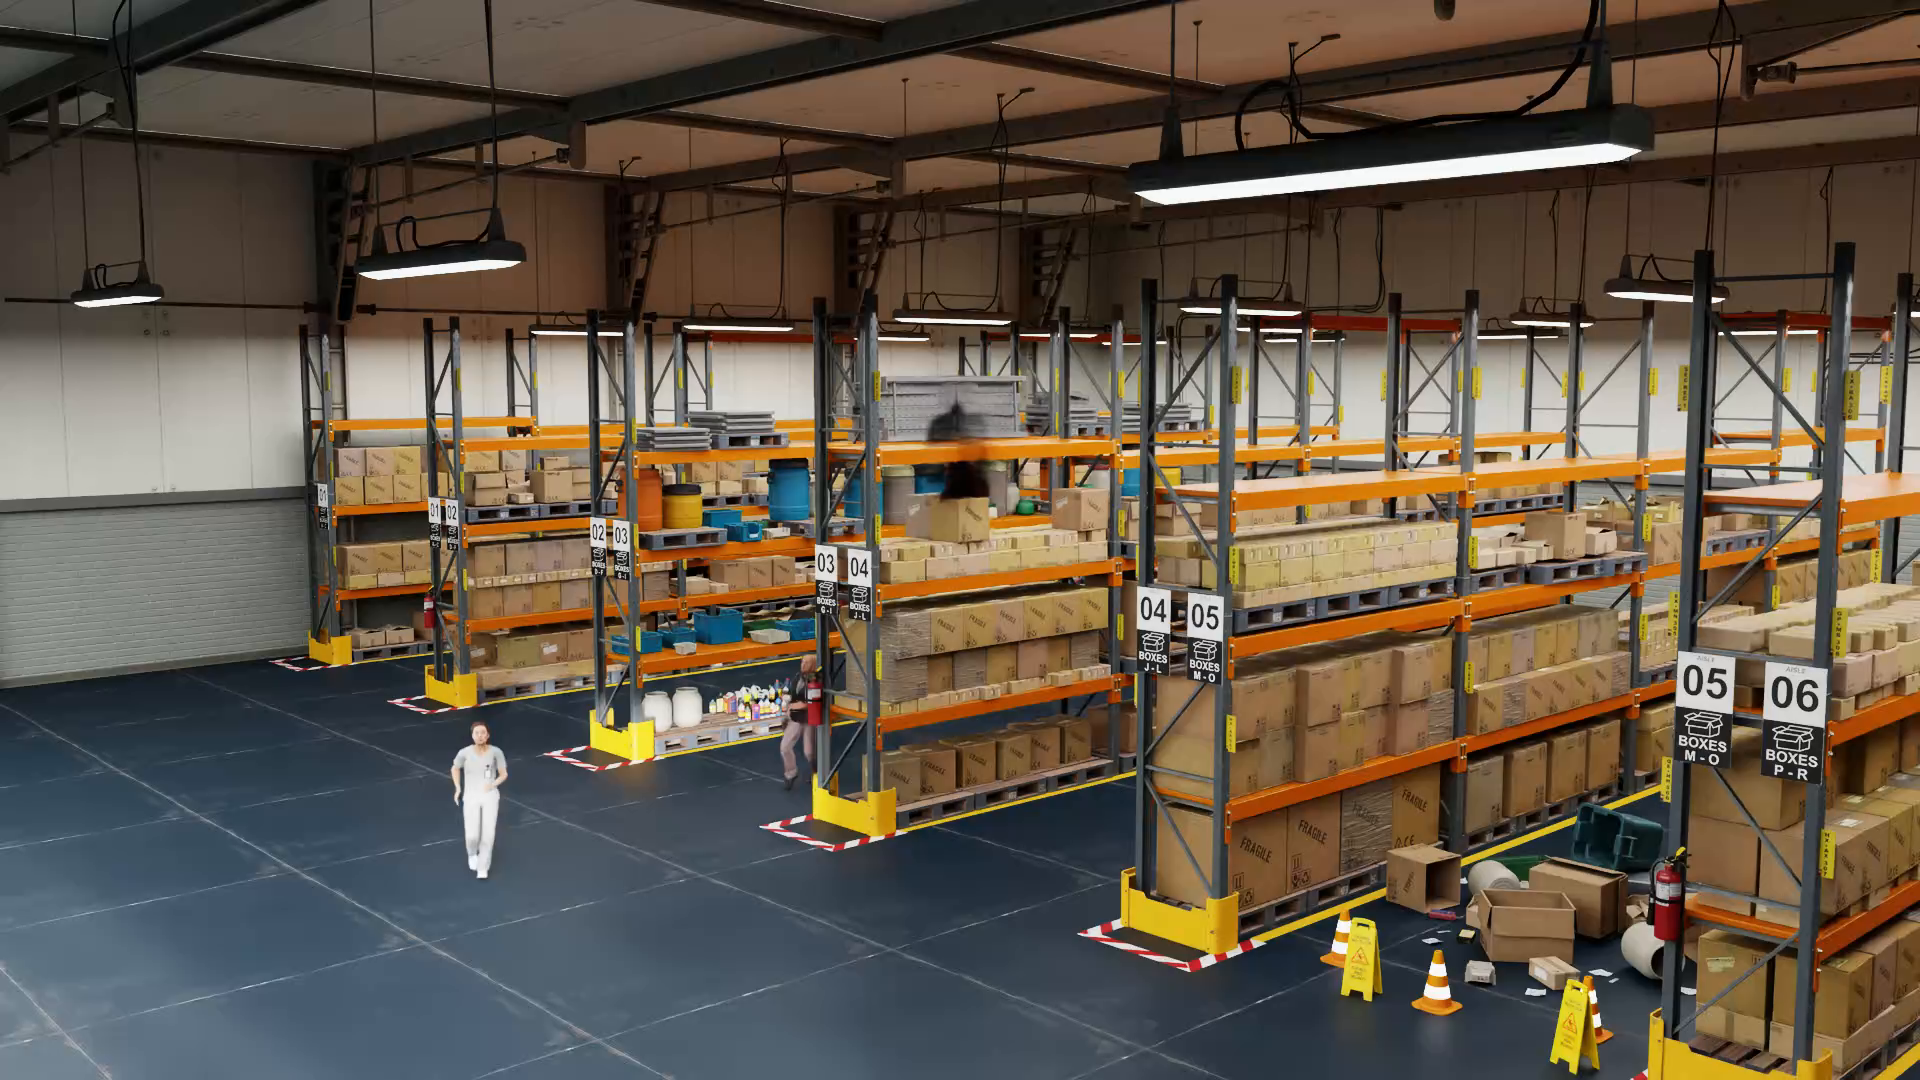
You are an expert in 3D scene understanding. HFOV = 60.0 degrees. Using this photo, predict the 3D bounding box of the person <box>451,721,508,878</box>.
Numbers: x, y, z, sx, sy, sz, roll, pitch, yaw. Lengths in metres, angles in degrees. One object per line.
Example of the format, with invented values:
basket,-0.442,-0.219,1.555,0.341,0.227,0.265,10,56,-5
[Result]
person,-4.863,2.658,16.856,0.552,1.604,0.546,-2,6,-16

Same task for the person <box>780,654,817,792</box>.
person,-1.880,2.269,20.542,0.638,1.749,0.738,4,7,34
